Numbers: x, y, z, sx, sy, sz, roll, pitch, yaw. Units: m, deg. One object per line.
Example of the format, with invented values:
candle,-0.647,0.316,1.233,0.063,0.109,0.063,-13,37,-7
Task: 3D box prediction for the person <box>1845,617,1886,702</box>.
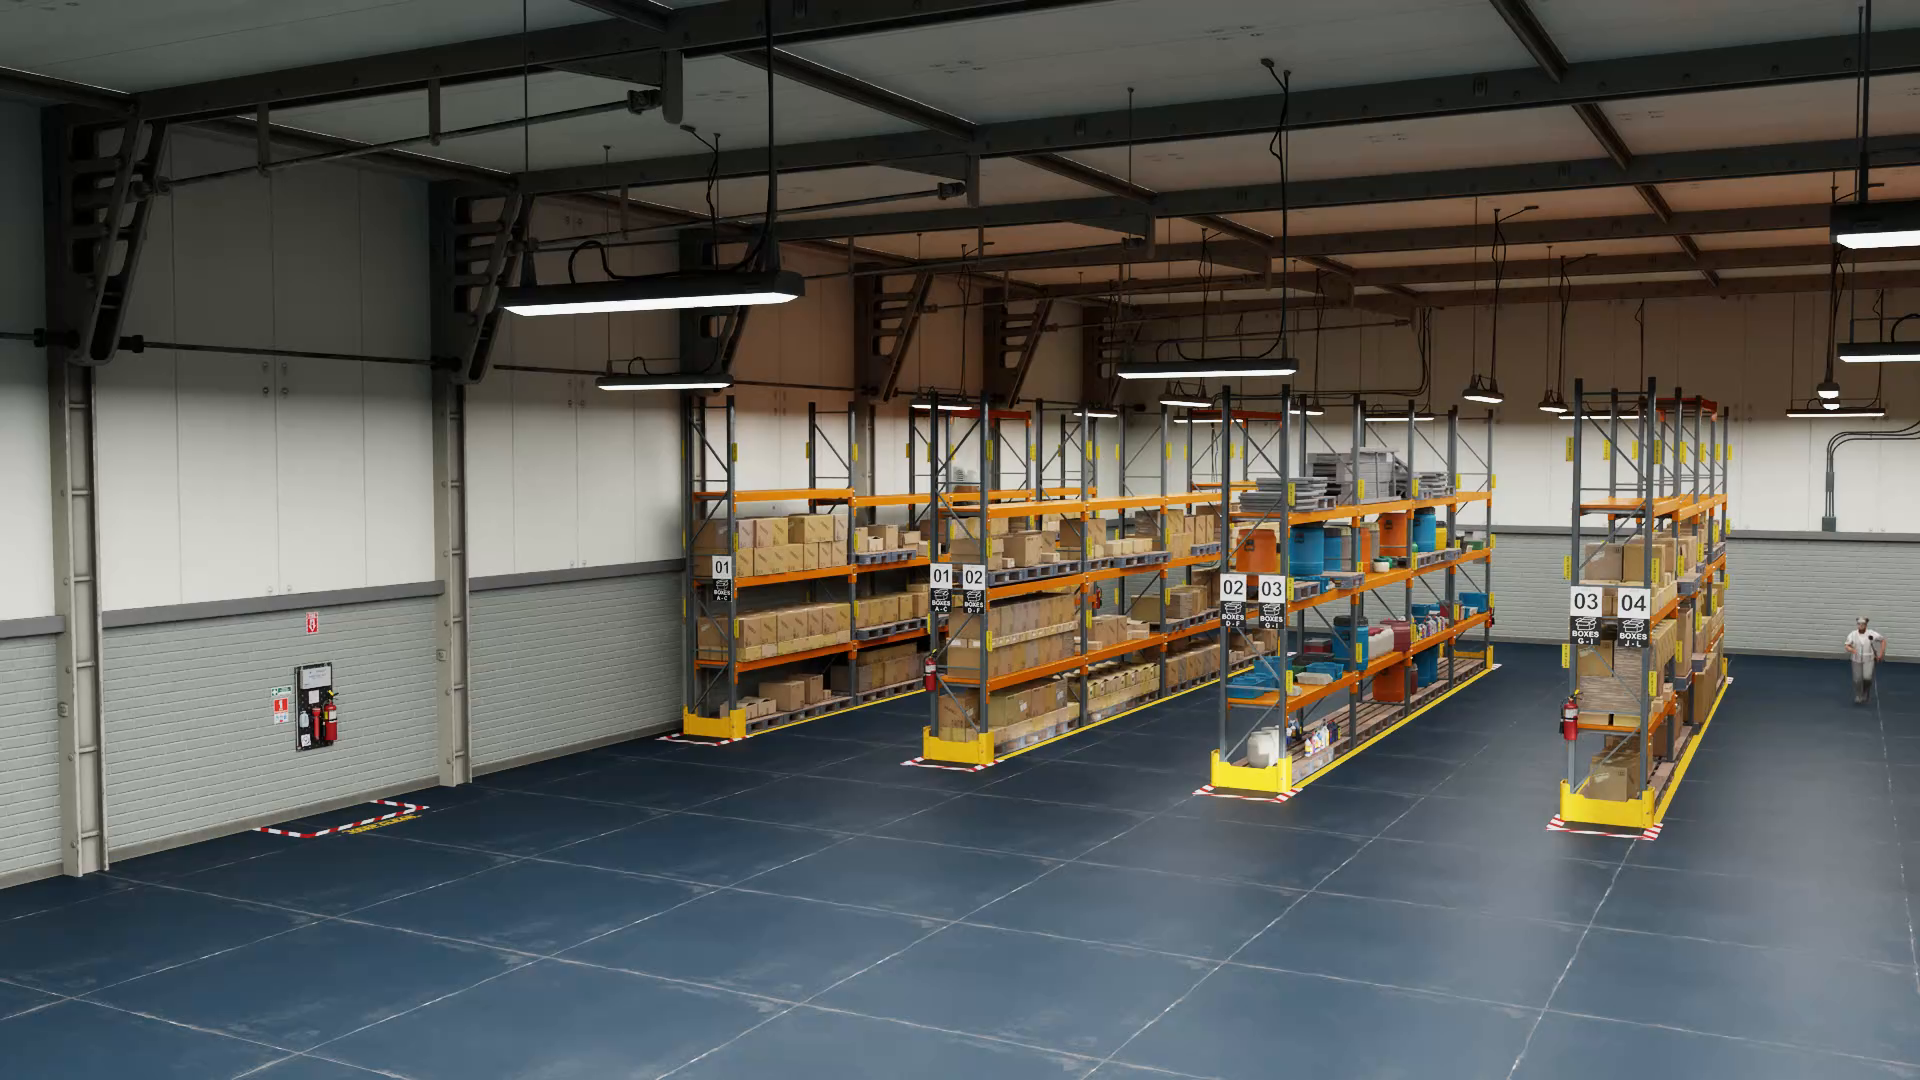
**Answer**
person,17.910,2.384,32.948,0.685,1.734,0.786,2,4,35
